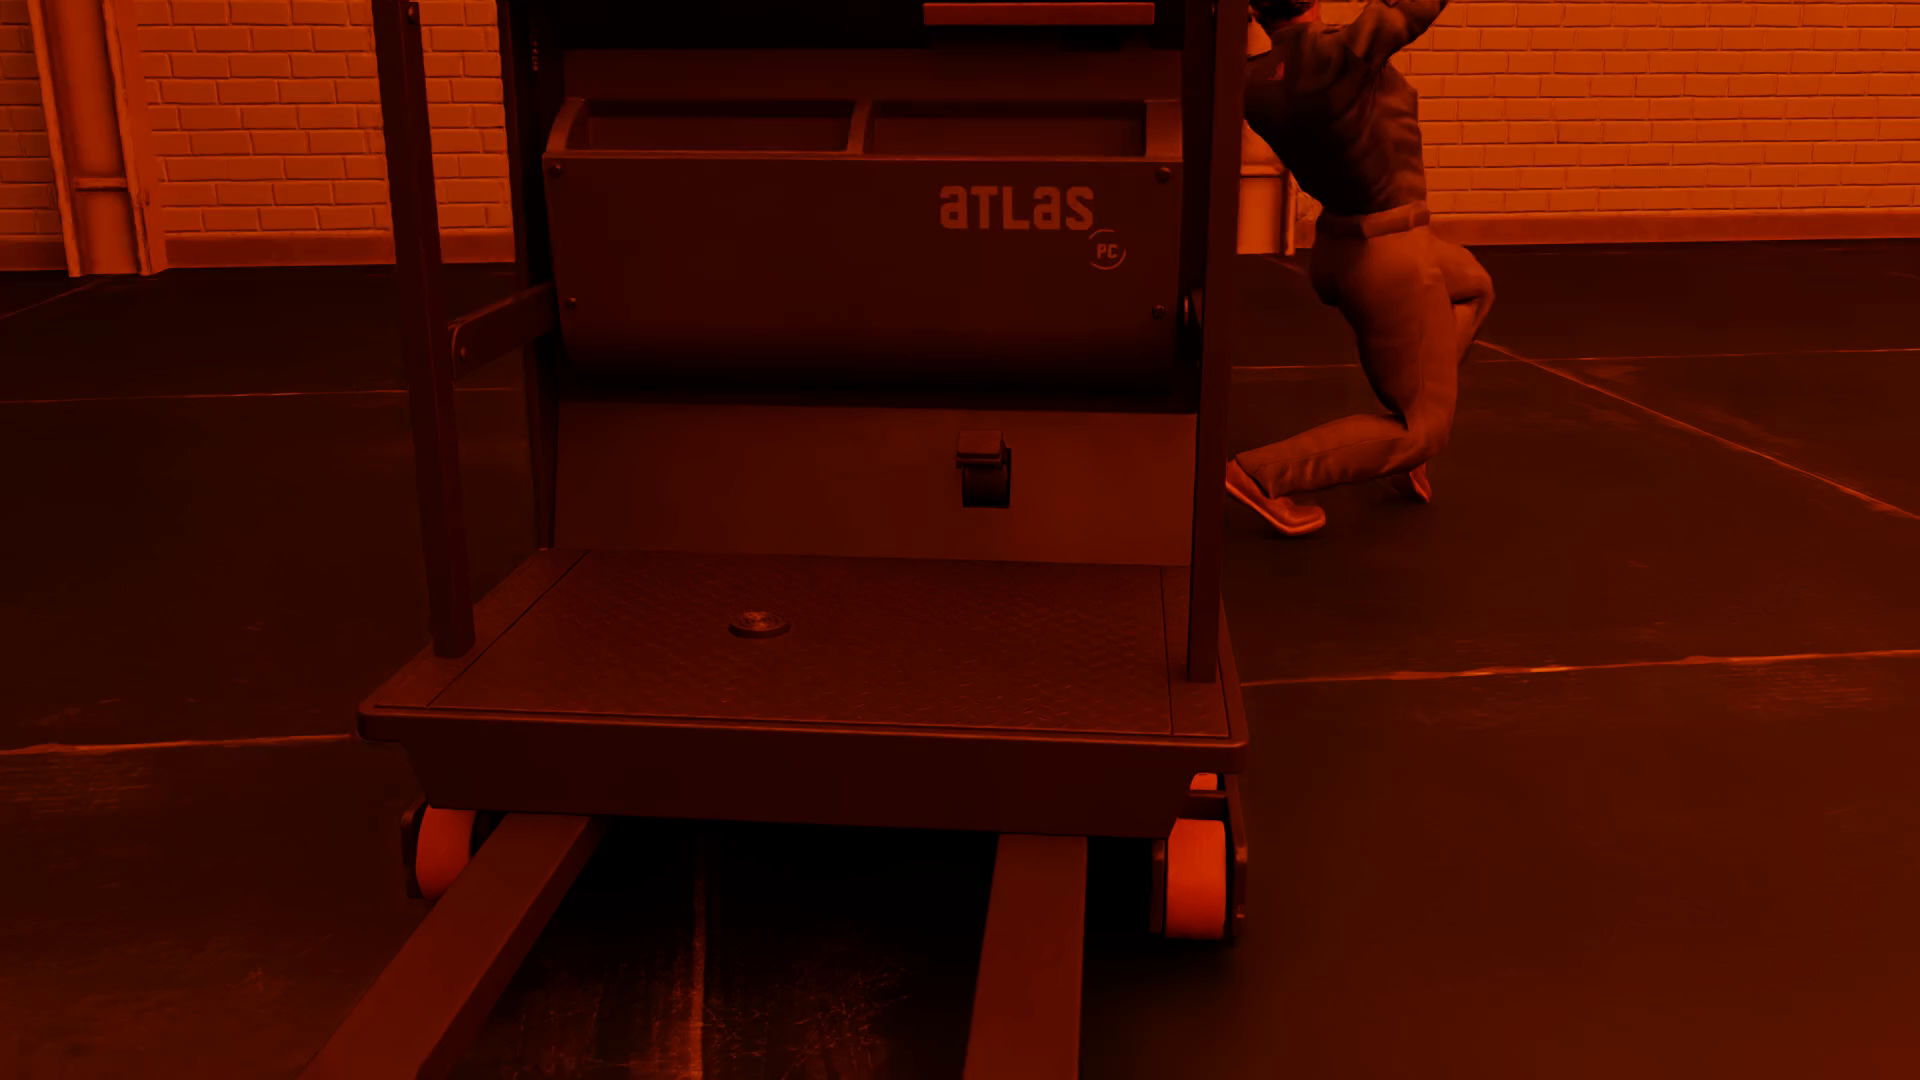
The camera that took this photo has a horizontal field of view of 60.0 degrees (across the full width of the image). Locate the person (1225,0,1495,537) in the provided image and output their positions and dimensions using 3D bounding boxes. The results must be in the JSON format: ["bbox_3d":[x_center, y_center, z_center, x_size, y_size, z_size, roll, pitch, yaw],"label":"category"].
[{"bbox_3d":[0.910,-0.820,4.159,0.798,1.512,1.016,-5,18,-17],"label":"person"}]

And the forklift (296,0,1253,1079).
[{"bbox_3d":[-0.159,-0.973,2.113,1.130,2.935,3.031,2,17,5],"label":"forklift"}]
